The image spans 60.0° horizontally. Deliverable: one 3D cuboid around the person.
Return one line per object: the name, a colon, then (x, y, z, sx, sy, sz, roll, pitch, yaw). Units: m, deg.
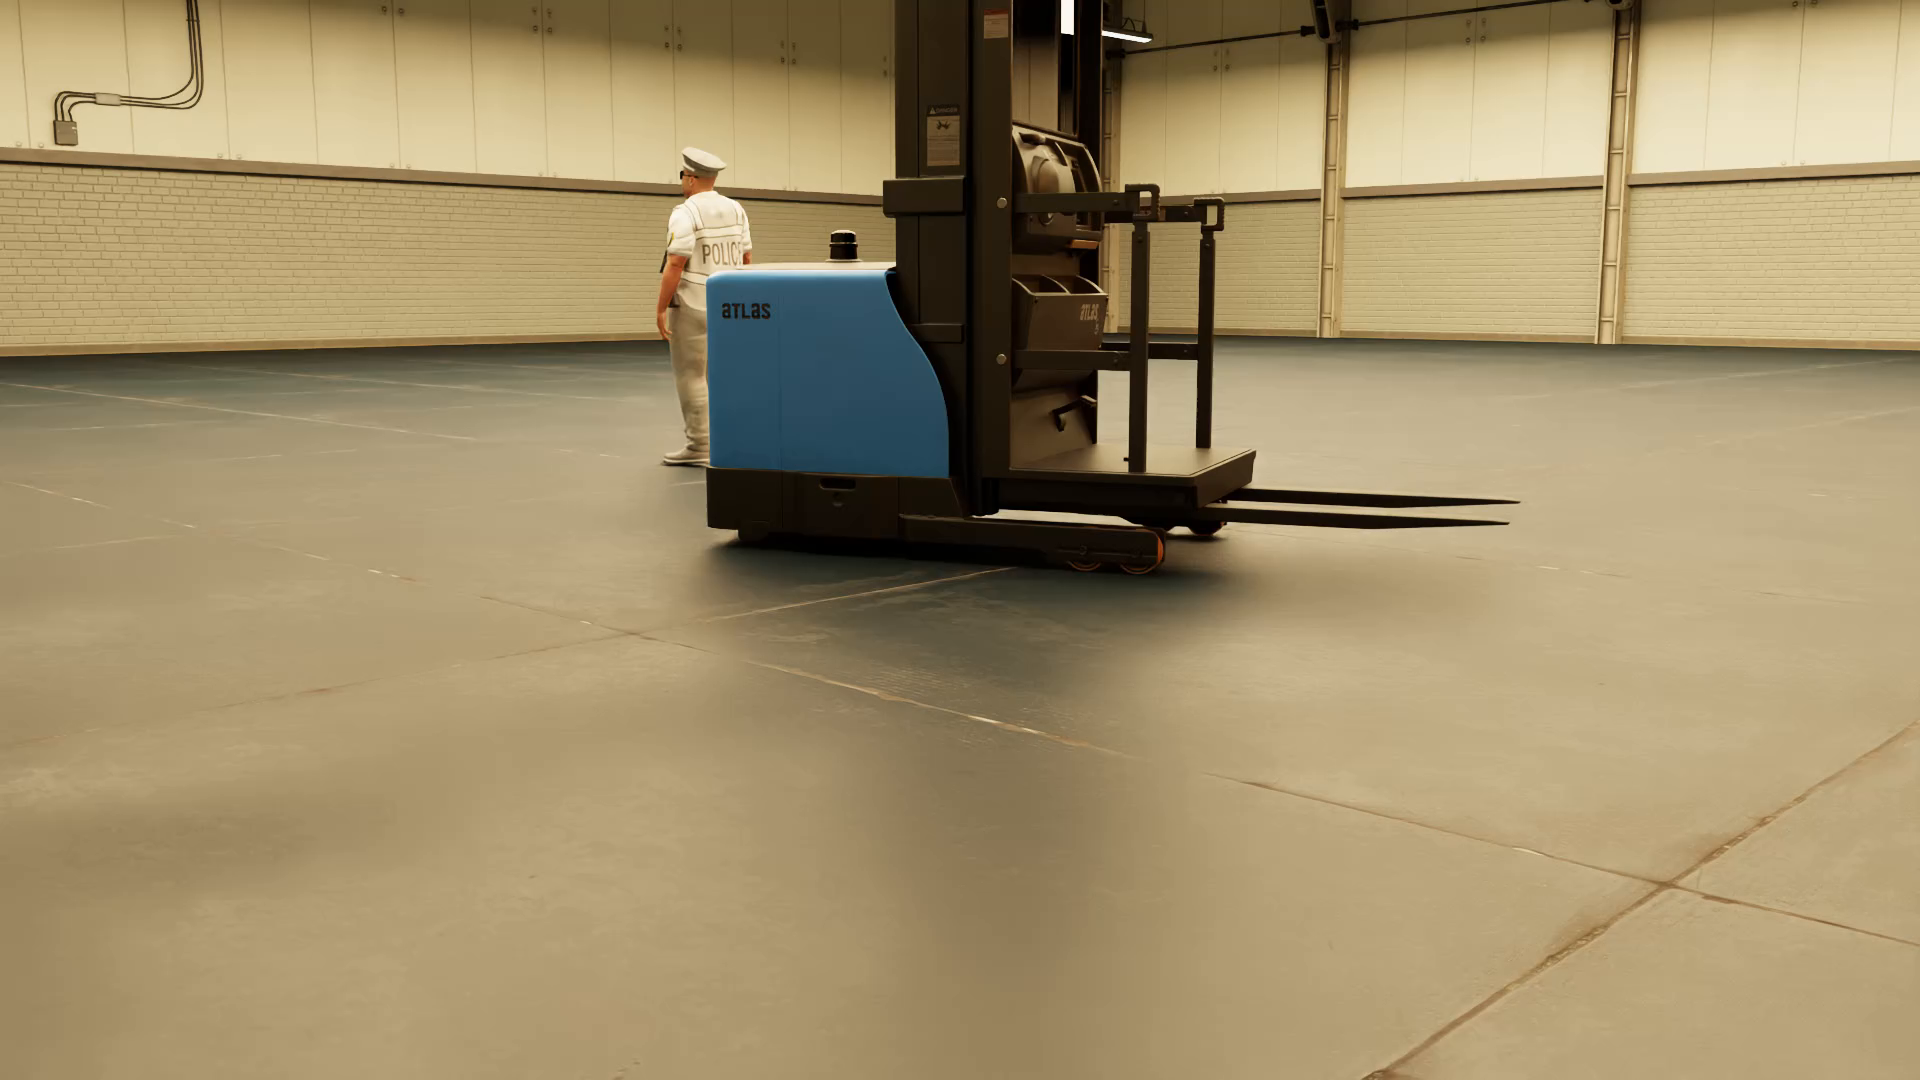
person: (-1.517, -1.323, 9.486, 0.564, 1.785, 0.629, 7, 11, 39)

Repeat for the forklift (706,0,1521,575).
forklift: (0.565, -1.416, 6.275, 3.031, 2.935, 1.130, 3, 9, 22)
